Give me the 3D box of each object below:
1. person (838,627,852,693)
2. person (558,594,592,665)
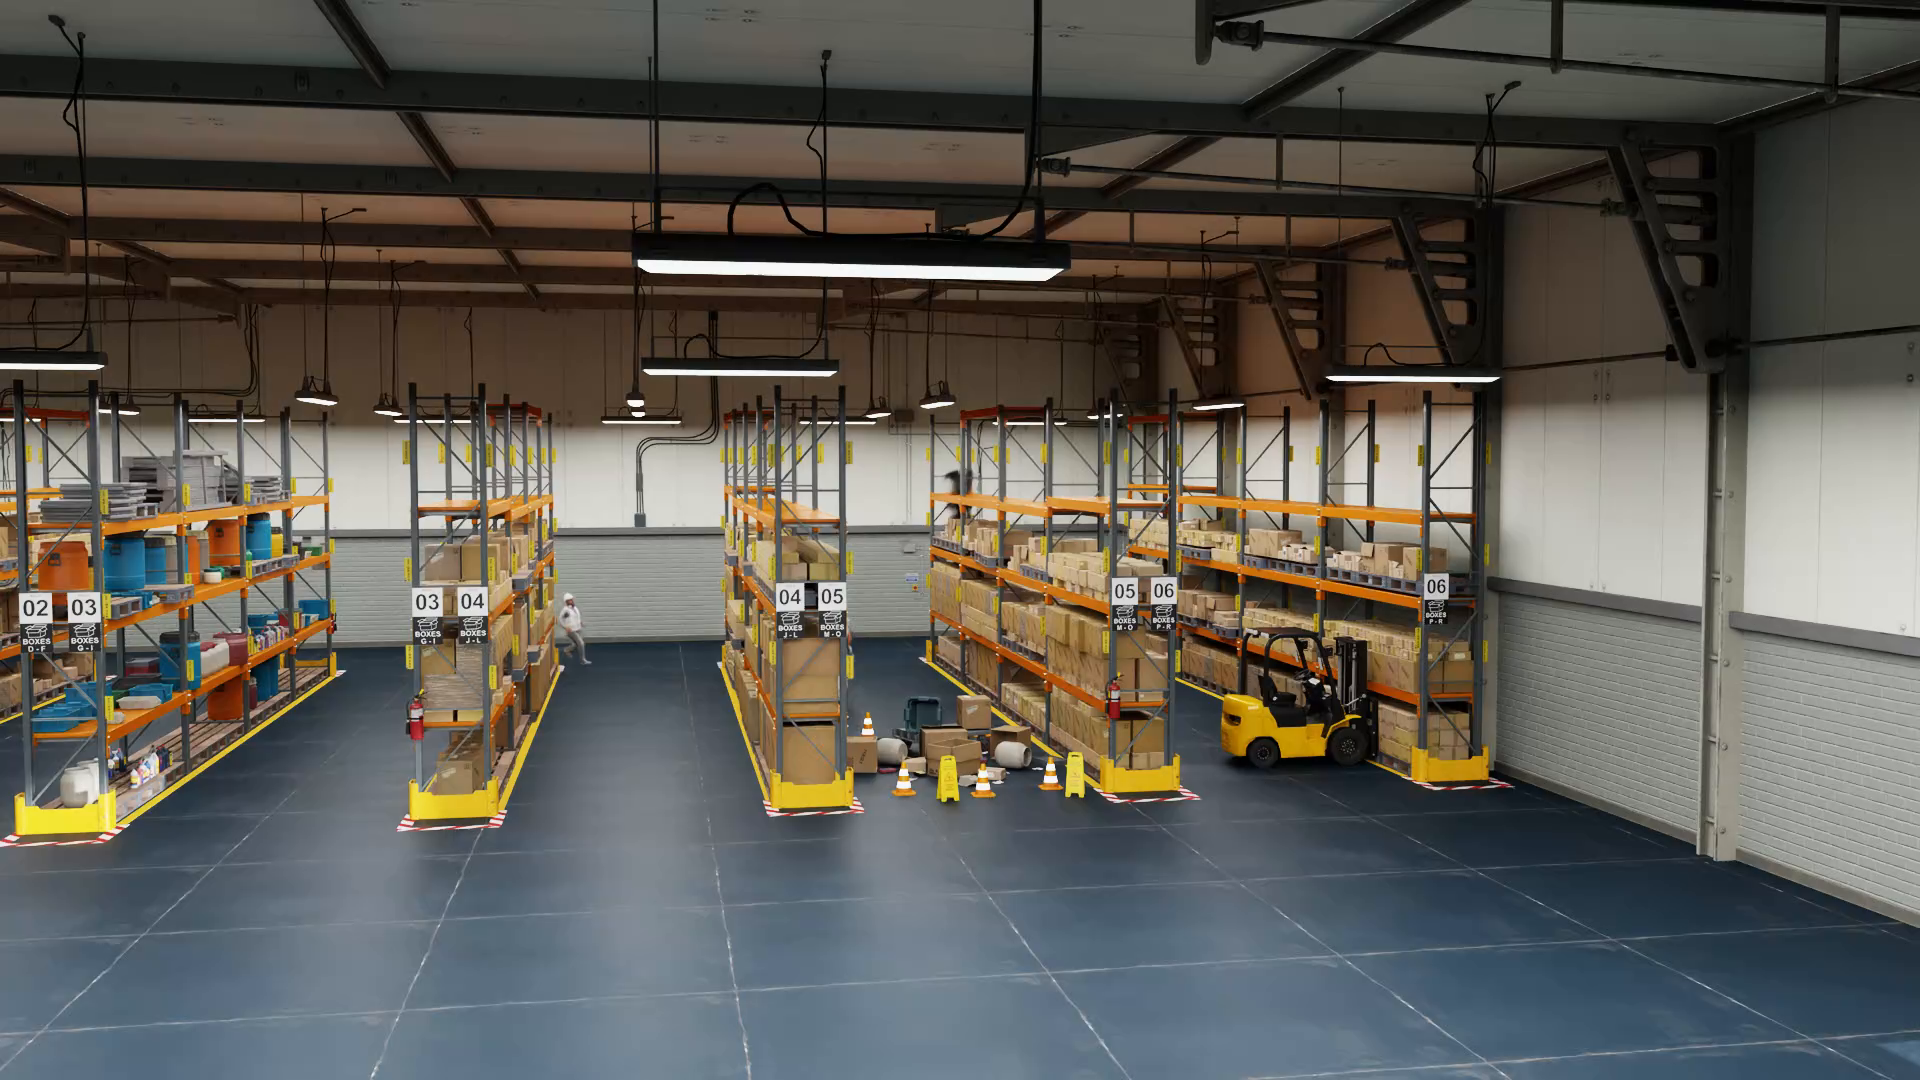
[{"bbox_3d":[-2.568,2.335,34.270,0.658,1.775,1.006,0,3,-9],"label":"person"},{"bbox_3d":[-9.260,2.134,39.678,0.803,1.719,0.714,1,3,22],"label":"person"}]
